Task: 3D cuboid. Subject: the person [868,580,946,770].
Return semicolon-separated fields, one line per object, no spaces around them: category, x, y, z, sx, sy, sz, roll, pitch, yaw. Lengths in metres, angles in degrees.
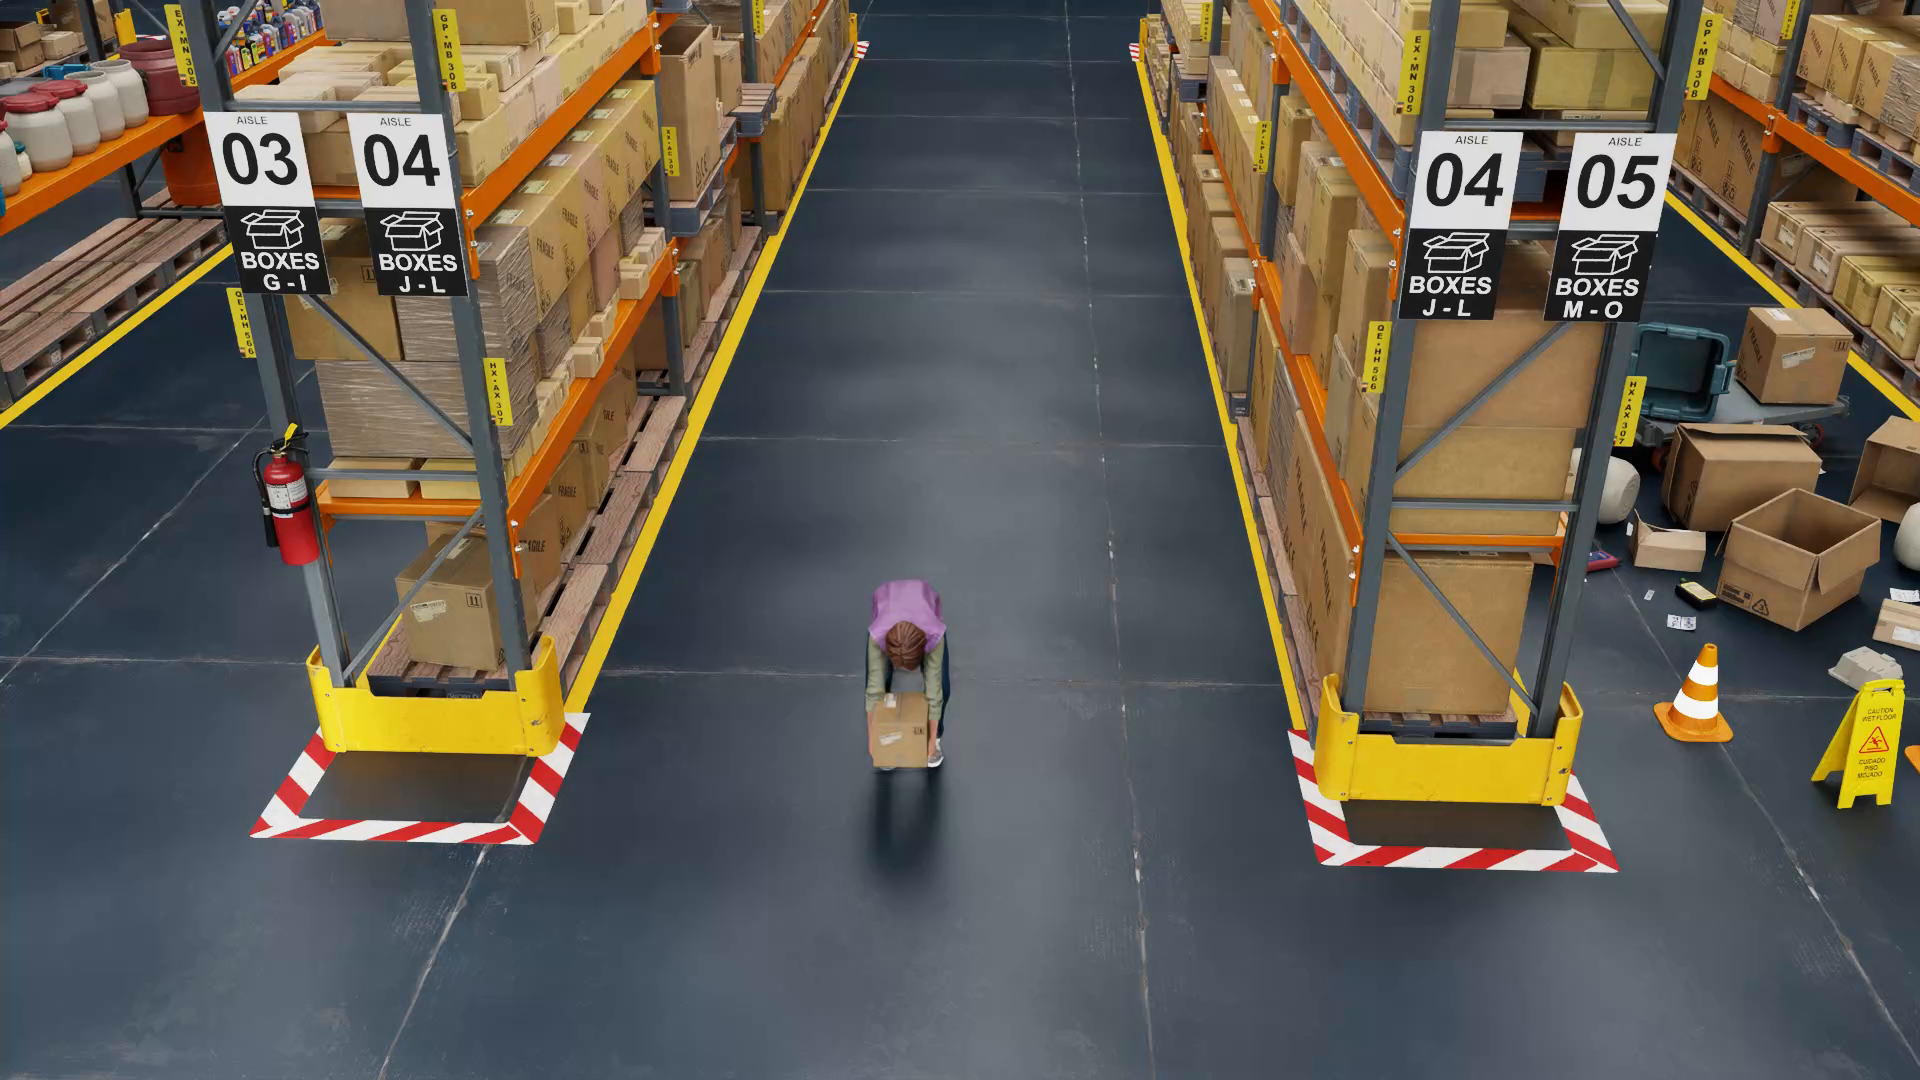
person;-0.249;0.656;8.044;0.369;1.005;0.635;0;28;-1
